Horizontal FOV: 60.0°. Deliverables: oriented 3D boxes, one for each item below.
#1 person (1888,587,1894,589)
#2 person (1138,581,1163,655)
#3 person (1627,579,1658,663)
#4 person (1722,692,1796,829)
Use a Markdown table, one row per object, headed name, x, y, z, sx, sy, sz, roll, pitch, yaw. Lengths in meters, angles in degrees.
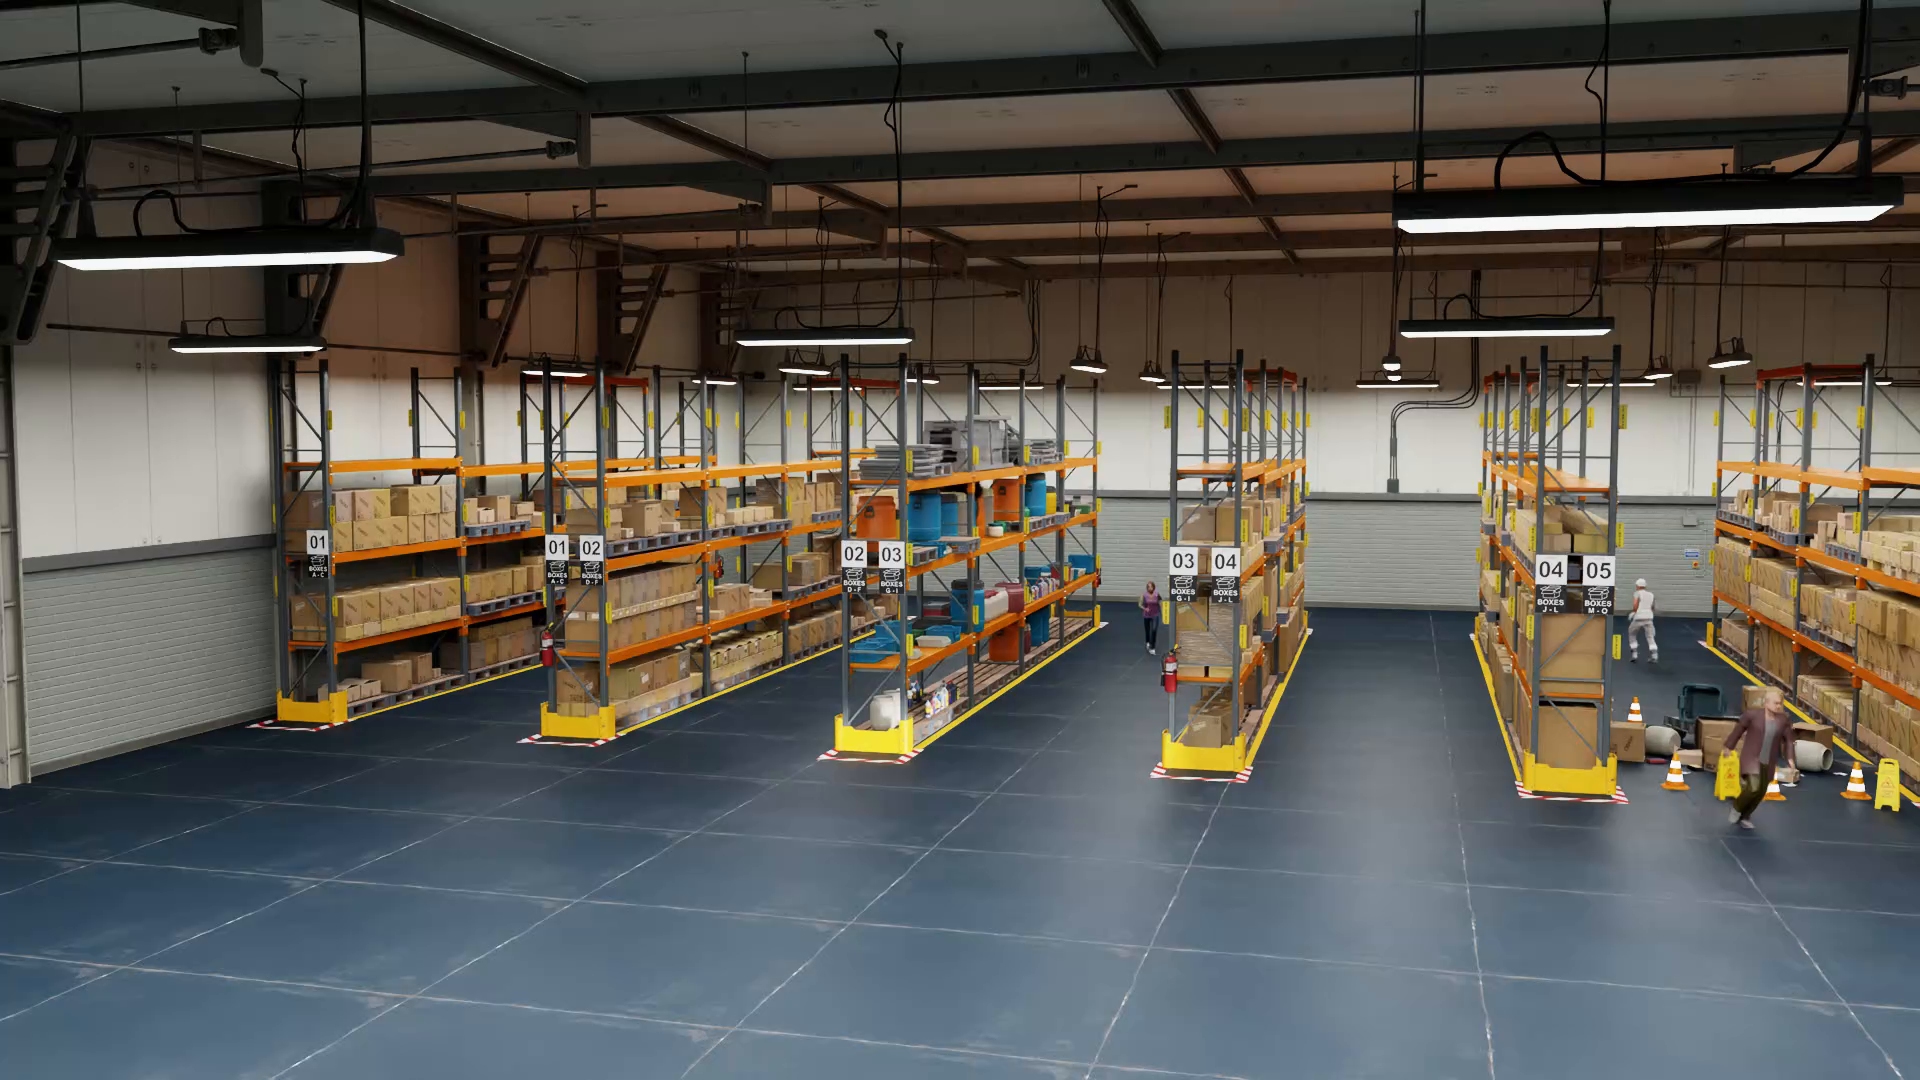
| name | x | y | z | sx | sy | sz | roll | pitch | yaw |
| --- | --- | --- | --- | --- | --- | --- | --- | --- | --- |
| person | 19.131 | 1.758 | 34.064 | 0.559 | 1.617 | 0.735 | -1 | 4 | -14 |
| person | 4.097 | 1.652 | 35.736 | 0.532 | 1.568 | 0.879 | 0 | 4 | 6 |
| person | 14.001 | 1.680 | 34.113 | 0.686 | 1.752 | 0.995 | 0 | 4 | -5 |
| person | 9.746 | 2.682 | 20.243 | 0.690 | 1.726 | 0.751 | 0 | 4 | -4 |
